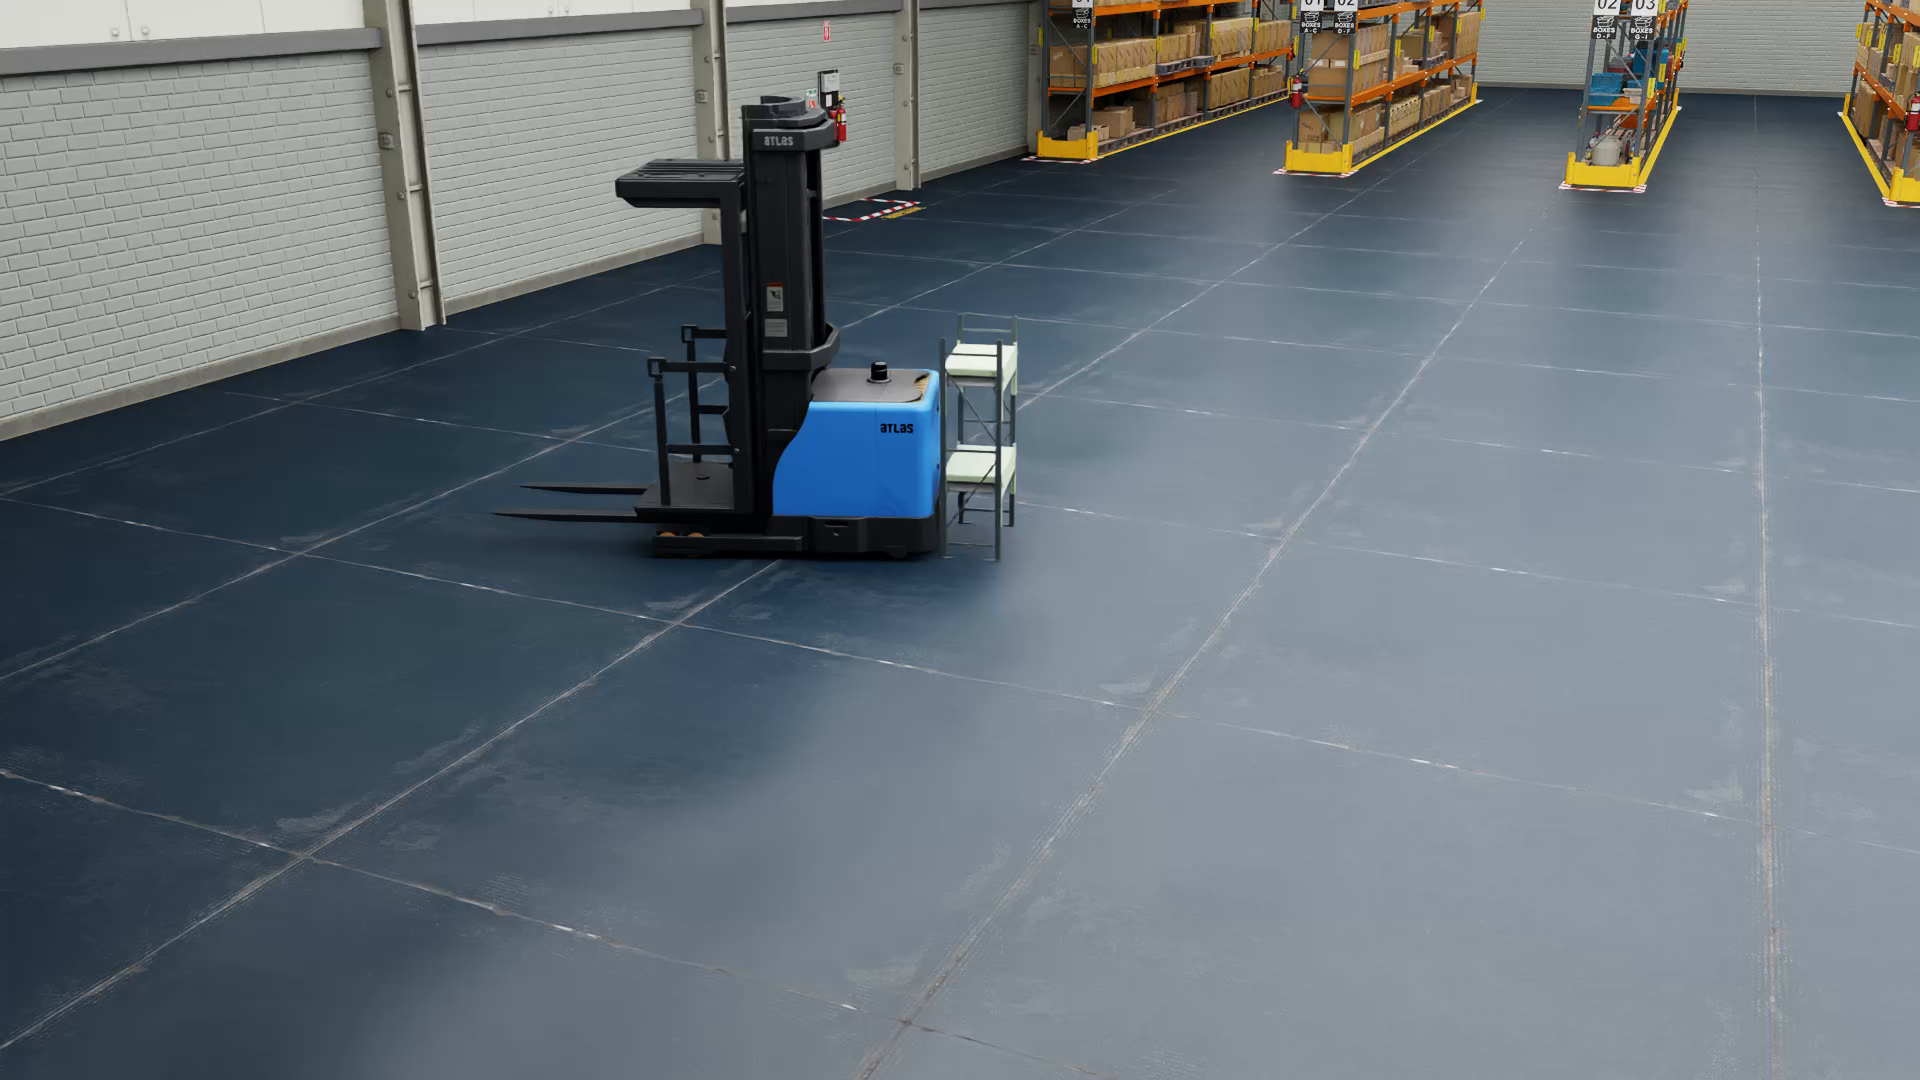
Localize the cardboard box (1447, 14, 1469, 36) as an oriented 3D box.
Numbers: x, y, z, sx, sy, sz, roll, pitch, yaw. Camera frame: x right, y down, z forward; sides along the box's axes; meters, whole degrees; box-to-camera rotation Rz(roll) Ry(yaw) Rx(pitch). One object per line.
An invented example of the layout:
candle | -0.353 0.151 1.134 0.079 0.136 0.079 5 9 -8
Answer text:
cardboard box | 12.373 -12.827 41.418 0.500 0.500 0.500 8 21 21

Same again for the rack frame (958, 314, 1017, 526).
rack frame | 0.186 -0.817 11.528 0.400 1.500 0.023 3 20 9

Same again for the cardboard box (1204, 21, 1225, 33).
cardboard box | 5.984 -12.162 39.448 0.500 0.250 0.500 8 21 22

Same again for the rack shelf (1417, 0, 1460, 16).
rack shelf | 10.683 -12.351 38.319 1.077 0.370 4.000 9 21 23

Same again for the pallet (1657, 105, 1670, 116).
pallet | 16.783 -10.498 40.673 1.003 0.211 1.213 9 21 23

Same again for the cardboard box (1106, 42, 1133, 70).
cardboard box | 3.166 -9.762 33.515 0.500 0.500 0.500 9 22 24

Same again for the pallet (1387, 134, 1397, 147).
pallet | 8.492 -8.359 34.659 1.003 0.211 1.213 9 21 23

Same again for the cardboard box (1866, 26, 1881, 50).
cardboard box | 20.691 -11.280 37.372 0.500 0.500 0.500 9 21 23

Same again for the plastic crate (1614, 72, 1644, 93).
plastic crate | 12.413 -8.590 31.239 0.767 0.338 0.504 9 21 23

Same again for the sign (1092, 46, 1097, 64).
sign | 2.562 -9.232 31.659 0.100 0.325 0.005 9 21 23

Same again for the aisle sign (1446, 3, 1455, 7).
aisle sign | 12.900 -14.397 43.595 0.394 0.787 0.004 9 21 23

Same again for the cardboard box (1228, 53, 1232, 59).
cardboard box | 6.422 -11.854 40.668 0.380 0.149 0.250 9 22 24

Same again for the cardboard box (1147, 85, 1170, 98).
cardboard box | 4.378 -10.026 37.139 0.500 0.250 0.500 8 21 21

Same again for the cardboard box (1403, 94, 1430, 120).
cardboard box | 10.311 -9.795 37.608 0.500 0.500 0.500 10 22 25

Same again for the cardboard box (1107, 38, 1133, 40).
cardboard box | 3.322 -10.298 35.025 0.500 0.500 0.500 8 21 21

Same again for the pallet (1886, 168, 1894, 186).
pallet | 16.521 -6.184 28.542 1.003 0.211 1.213 9 21 23

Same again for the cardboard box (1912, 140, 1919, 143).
cardboard box | 16.652 -6.609 28.679 0.500 0.500 0.500 7 21 18

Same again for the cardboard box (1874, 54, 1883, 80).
cardboard box | 19.086 -9.689 34.086 0.500 0.500 0.500 8 21 22

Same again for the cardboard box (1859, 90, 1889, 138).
cardboard box | 19.202 -8.710 34.028 1.225 0.875 0.875 8 21 20

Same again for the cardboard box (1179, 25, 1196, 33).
cardboard box | 5.229 -11.794 38.383 0.380 0.149 0.250 6 20 16

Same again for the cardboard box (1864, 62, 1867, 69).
cardboard box | 20.364 -10.548 37.026 0.380 0.149 0.250 9 21 23

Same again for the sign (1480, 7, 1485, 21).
sign | 13.638 -13.723 43.380 0.100 0.325 0.005 9 21 23

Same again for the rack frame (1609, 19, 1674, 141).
rack frame | 14.381 -9.985 35.068 1.000 3.000 0.127 9 21 23

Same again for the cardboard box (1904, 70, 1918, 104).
cardboard box | 15.970 -7.380 27.152 0.875 0.500 0.500 9 21 23

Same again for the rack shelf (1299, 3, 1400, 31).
rack shelf | 7.407 -9.906 31.443 1.077 0.370 4.000 9 21 23

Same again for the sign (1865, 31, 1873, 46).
sign | 20.031 -11.049 36.650 0.100 0.325 0.005 9 21 23

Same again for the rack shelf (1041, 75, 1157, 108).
rack shelf | 2.886 -9.171 33.853 1.077 0.370 4.000 9 21 23

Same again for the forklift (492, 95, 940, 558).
forklift | -1.657 -1.434 11.128 3.031 2.935 1.130 1 20 3

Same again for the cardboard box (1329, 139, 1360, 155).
cardboard box | 7.212 -7.409 31.302 0.500 0.250 0.500 9 21 23

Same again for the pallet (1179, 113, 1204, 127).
pallet | 5.022 -9.792 38.686 1.003 0.211 1.213 9 21 23

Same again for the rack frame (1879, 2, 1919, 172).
rack frame | 17.262 -8.082 29.719 1.000 3.000 0.127 9 21 23

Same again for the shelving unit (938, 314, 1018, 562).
shelving unit | 0.128 -0.696 11.187 0.431 1.500 0.755 3 20 9

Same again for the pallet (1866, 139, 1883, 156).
pallet | 18.579 -7.753 32.953 1.003 0.211 1.213 9 21 23

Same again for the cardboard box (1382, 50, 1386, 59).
cardboard box | 8.207 -9.608 32.890 0.380 0.149 0.250 8 21 22

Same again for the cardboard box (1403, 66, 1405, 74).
cardboard box | 9.393 -10.150 35.906 0.380 0.149 0.250 10 22 27

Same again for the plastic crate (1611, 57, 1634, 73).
plastic crate | 13.441 -9.563 33.786 0.402 0.464 0.583 9 21 23

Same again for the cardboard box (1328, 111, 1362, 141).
cardboard box | 7.214 -7.762 31.176 0.500 0.500 0.500 9 21 23

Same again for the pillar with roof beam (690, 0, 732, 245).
pillar with roof beam | 0.578 -7.799 19.968 9.100 9.000 0.400 9 21 23

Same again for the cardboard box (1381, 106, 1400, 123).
cardboard box | 8.832 -8.854 34.528 0.500 0.311 0.500 8 21 22

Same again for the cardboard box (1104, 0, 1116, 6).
cardboard box | 2.685 -10.596 32.130 0.500 0.500 0.500 10 22 26

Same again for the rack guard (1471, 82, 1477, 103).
rack guard | 13.109 -11.910 44.212 1.175 0.500 0.348 9 21 23

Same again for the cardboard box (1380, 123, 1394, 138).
cardboard box | 8.617 -8.434 34.185 0.500 0.250 0.500 8 21 21

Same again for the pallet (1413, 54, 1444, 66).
pallet | 10.656 -11.170 38.688 1.003 0.211 1.213 9 21 23

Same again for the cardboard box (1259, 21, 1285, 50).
cardboard box | 8.132 -13.550 44.645 0.980 0.700 0.700 8 21 22

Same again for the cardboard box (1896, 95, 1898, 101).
cardboard box | 16.708 -7.785 29.256 0.380 0.149 0.250 9 21 23

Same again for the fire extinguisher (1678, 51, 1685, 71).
fire extinguisher | 18.134 -12.202 41.974 0.296 0.674 0.183 9 21 23

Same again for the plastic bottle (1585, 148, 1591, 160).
plastic bottle | 11.458 -7.050 30.334 0.097 0.201 0.097 0 20 0

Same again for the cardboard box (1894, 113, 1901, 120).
cardboard box | 18.445 -8.315 32.329 0.500 0.250 0.500 11 22 29

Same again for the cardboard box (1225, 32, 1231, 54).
cardboard box | 6.203 -11.964 40.012 0.500 0.500 0.500 8 21 22
